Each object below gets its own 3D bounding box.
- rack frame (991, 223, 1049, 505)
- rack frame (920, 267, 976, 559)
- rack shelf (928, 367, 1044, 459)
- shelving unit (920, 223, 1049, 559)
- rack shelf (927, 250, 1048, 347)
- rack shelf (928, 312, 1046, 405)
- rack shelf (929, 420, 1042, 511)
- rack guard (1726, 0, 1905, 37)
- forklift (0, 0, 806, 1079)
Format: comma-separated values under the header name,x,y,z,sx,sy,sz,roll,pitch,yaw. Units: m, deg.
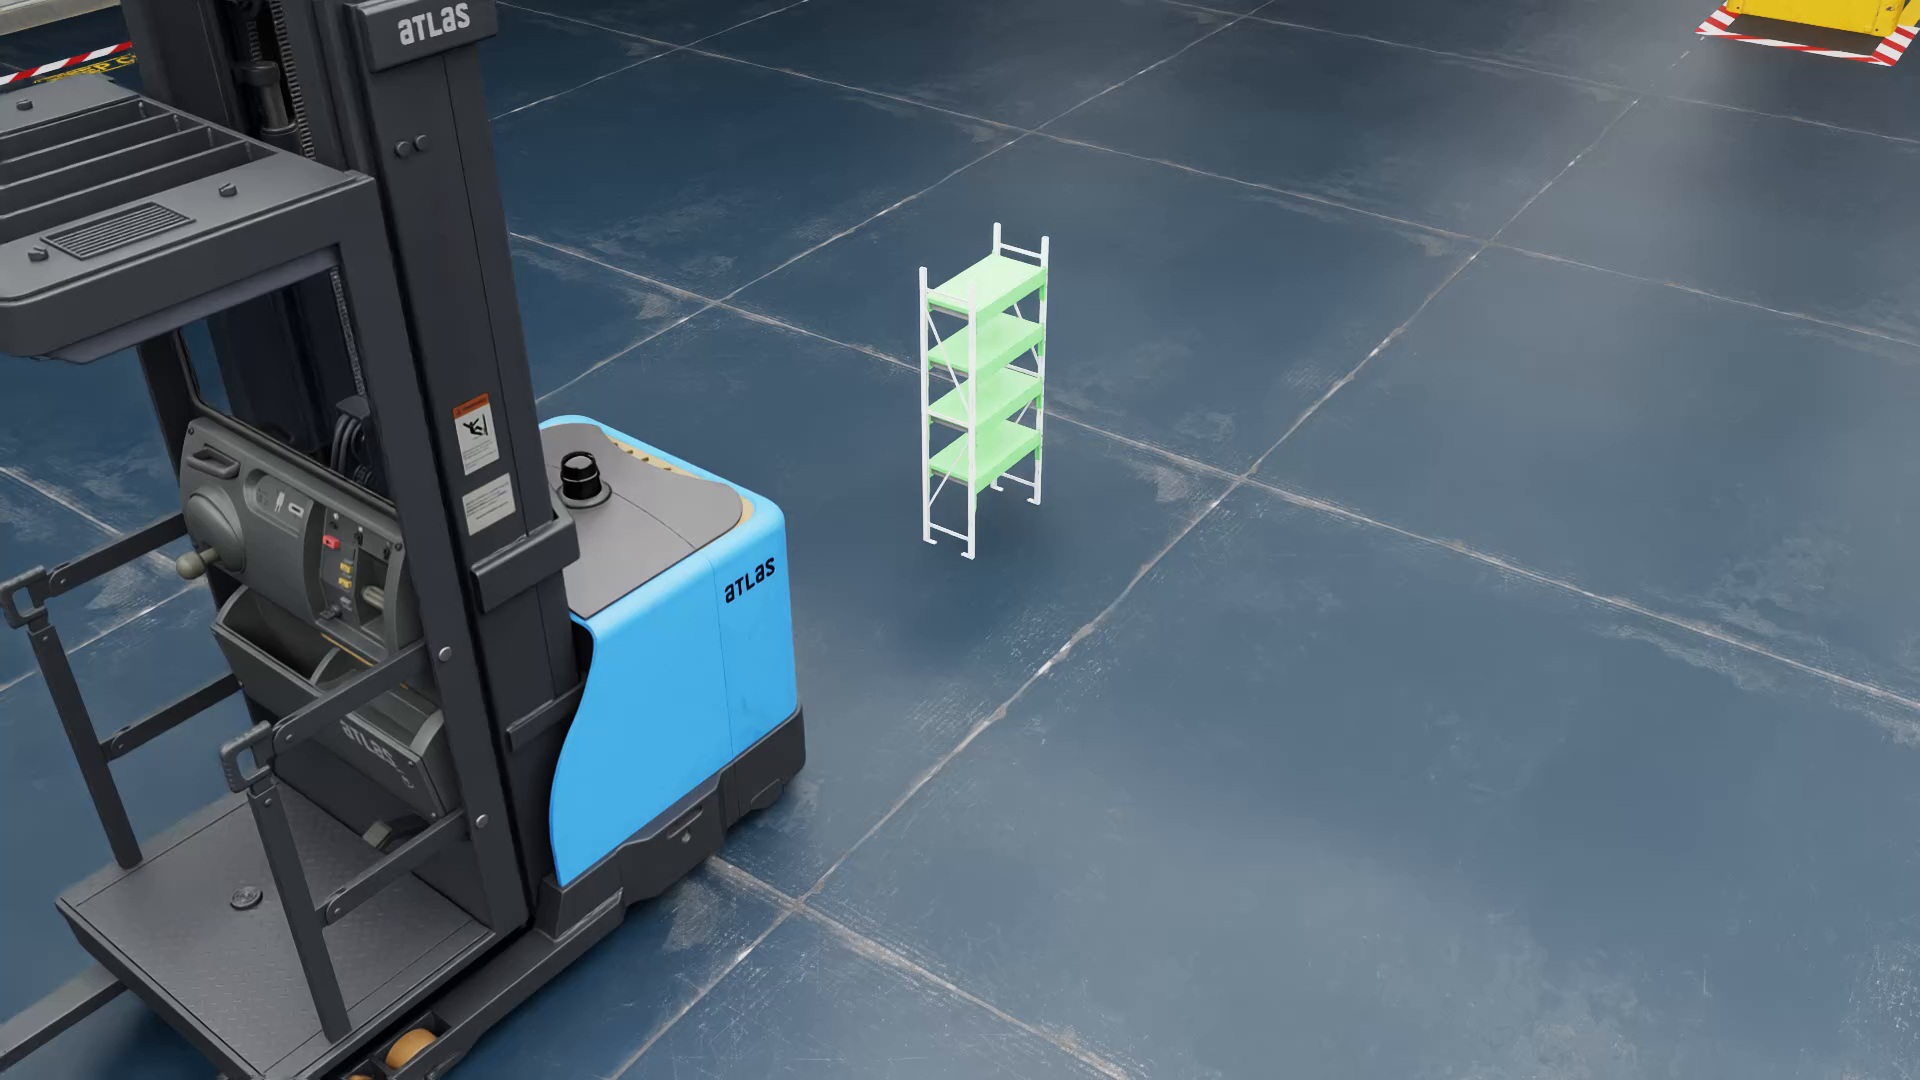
name,x,y,z,sx,sy,sz,roll,pitch,yaw
rack frame,0.234,-0.685,6.693,0.240,1.200,0.015,21,39,28
rack frame,-0.045,-0.461,6.360,0.240,1.200,0.015,21,39,28
rack shelf,0.094,-0.520,6.562,0.258,0.148,0.480,21,39,28
shelving unit,0.094,-0.573,6.527,0.258,1.200,0.503,21,39,28
rack shelf,0.094,-0.918,6.293,0.258,0.148,0.480,21,39,28
rack shelf,0.094,-0.719,6.428,0.258,0.148,0.480,21,39,28
rack shelf,0.094,-0.321,6.697,0.258,0.148,0.480,21,39,28
rack guard,6.433,-4.156,12.449,1.175,0.500,0.348,21,39,28
forklift,-1.814,0.057,4.049,1.130,2.935,3.031,24,41,31
